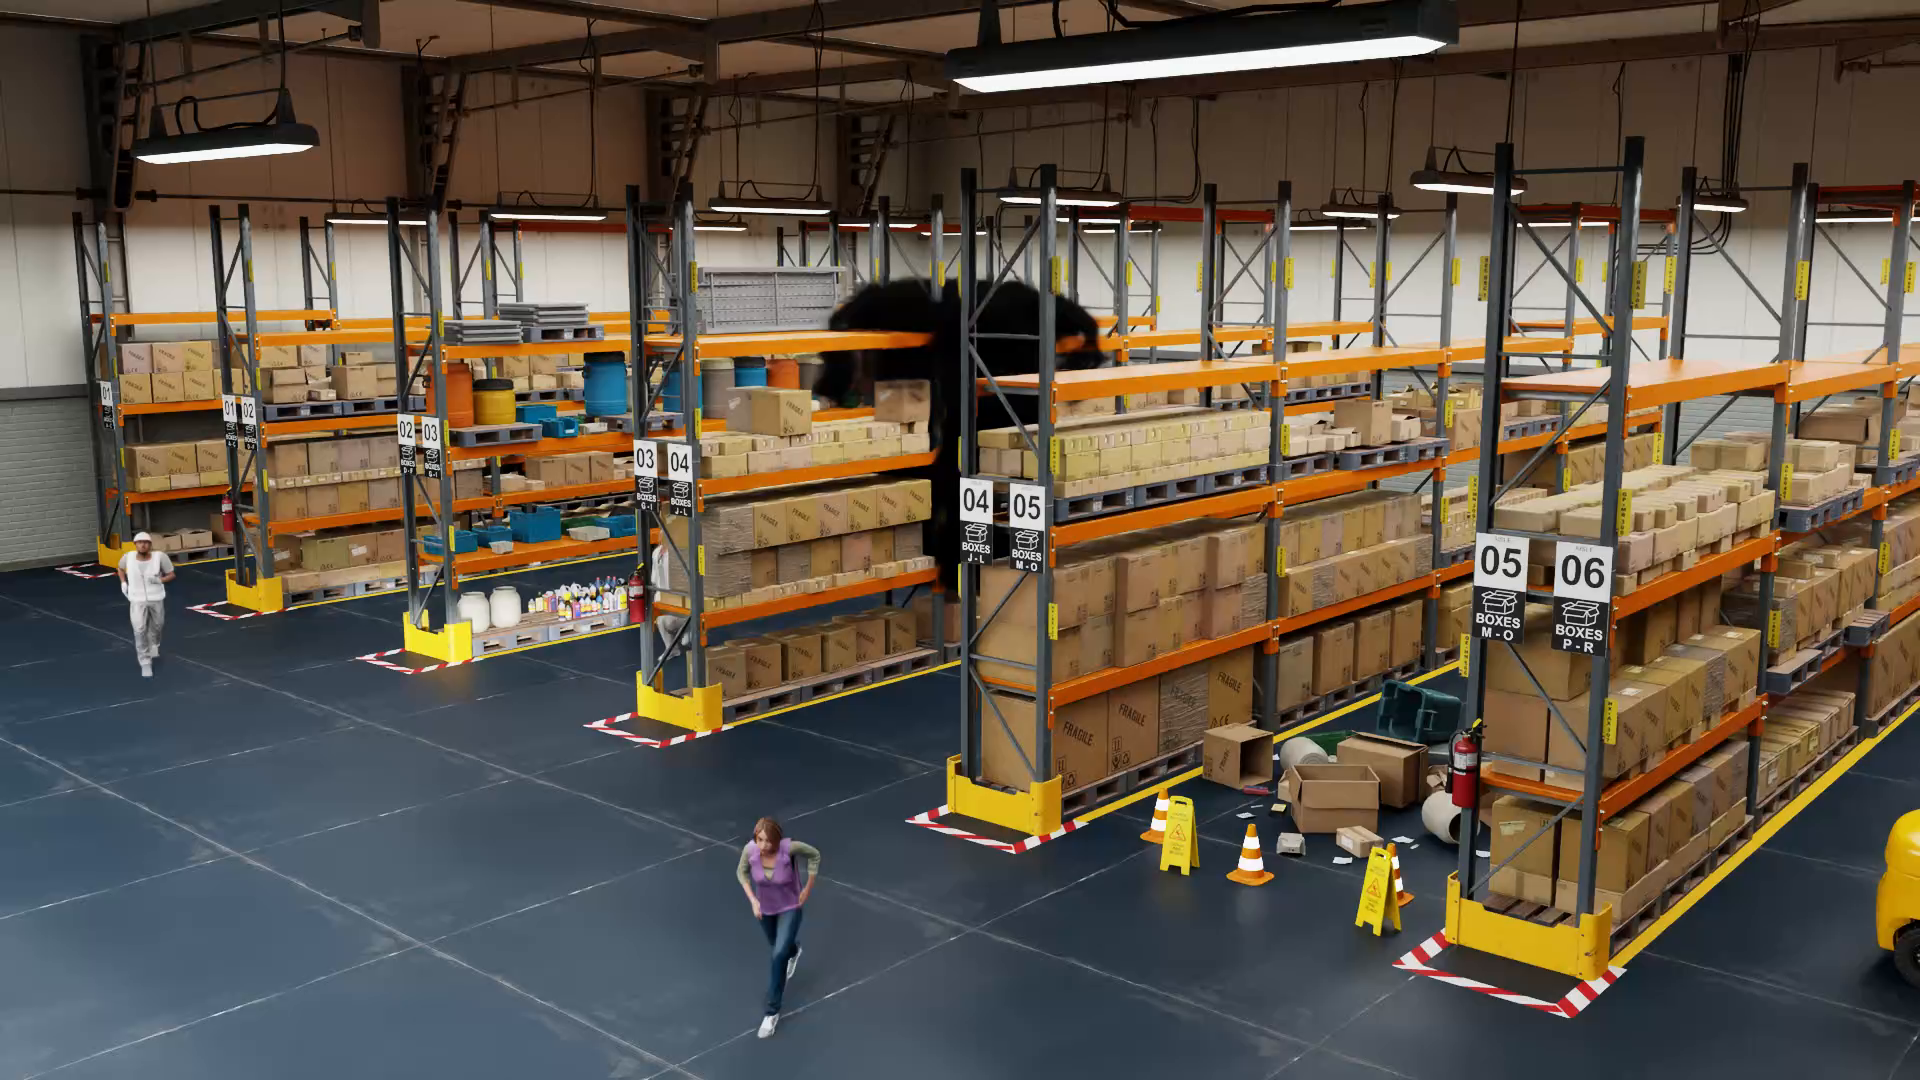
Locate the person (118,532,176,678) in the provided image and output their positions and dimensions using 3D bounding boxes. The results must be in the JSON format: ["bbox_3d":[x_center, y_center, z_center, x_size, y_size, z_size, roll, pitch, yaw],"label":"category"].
[{"bbox_3d":[-10.369,0.793,21.271,0.647,1.846,0.992,-5,11,-28],"label":"person"}]

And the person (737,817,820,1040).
[{"bbox_3d":[-1.230,2.551,11.507,0.573,1.546,0.917,1,9,4],"label":"person"}]

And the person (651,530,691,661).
[{"bbox_3d":[-3.784,0.704,21.844,0.723,1.748,0.714,5,11,29],"label":"person"}]
